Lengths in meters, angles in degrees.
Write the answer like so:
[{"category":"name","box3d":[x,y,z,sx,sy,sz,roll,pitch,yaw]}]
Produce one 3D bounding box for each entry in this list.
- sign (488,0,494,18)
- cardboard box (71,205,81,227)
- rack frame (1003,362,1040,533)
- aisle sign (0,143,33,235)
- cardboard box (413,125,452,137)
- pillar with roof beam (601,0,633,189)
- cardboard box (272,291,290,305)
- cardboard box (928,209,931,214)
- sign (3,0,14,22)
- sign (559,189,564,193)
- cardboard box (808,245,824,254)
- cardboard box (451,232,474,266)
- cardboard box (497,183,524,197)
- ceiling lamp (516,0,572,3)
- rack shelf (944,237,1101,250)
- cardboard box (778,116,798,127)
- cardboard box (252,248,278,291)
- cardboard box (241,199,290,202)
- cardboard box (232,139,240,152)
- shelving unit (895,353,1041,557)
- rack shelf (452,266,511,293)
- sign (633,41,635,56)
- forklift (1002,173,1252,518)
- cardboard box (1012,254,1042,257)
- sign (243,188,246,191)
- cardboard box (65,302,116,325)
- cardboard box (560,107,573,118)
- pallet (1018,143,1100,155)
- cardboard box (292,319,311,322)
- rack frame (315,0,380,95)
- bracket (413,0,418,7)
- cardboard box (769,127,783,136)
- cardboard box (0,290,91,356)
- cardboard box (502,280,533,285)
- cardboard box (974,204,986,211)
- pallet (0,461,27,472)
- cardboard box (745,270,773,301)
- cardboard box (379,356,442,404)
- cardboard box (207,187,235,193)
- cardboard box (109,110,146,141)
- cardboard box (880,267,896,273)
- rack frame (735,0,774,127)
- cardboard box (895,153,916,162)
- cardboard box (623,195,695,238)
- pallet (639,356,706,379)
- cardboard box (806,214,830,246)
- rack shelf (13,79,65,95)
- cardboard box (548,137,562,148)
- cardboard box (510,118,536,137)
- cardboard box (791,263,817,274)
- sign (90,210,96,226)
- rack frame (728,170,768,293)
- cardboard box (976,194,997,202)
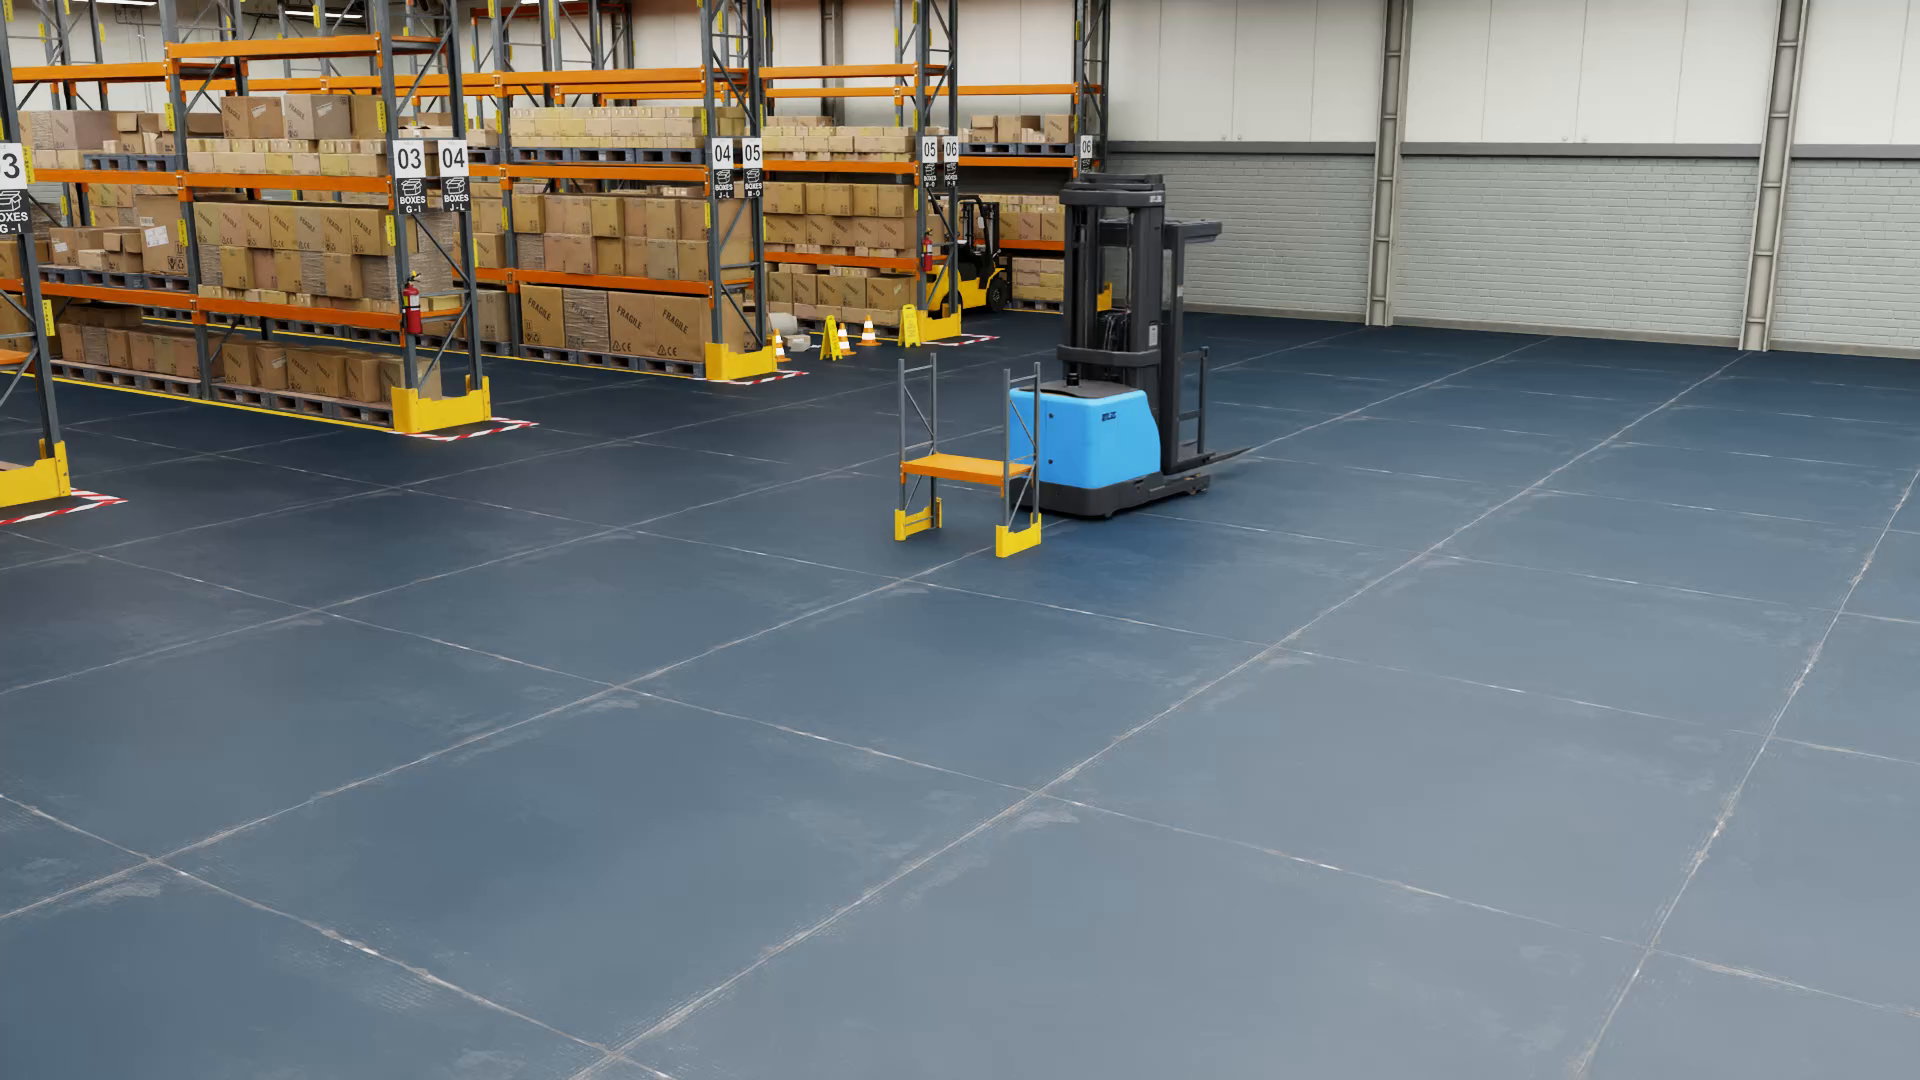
[{"category":"sign","box3d":[-6.655,-7.580,23.609,0.005,0.325,0.100,9,17,33]},{"category":"cardboard box","box3d":[-16.101,-5.973,30.883,0.500,0.500,0.500,10,17,35]},{"category":"rack frame","box3d":[0.493,-0.648,13.321,0.032,1.500,0.500,9,17,33]},{"category":"aisle sign","box3d":[-8.436,-3.097,14.683,0.004,0.787,0.394,9,17,33]},{"category":"cardboard box","box3d":[-7.939,-6.143,25.256,0.500,0.311,0.500,8,16,31]},{"category":"pillar with roof beam","box3d":[-10.032,-9.677,34.186,0.548,9.000,9.100,9,17,33]},{"category":"cardboard box","box3d":[-7.951,-2.902,19.825,0.250,0.149,0.380,9,17,33]},{"category":"cardboard box","box3d":[-0.694,-6.214,32.475,0.500,0.500,0.500,9,16,31]},{"category":"sign","box3d":[-8.348,-4.707,14.544,0.005,0.325,0.100,9,17,33]},{"category":"sign","box3d":[-7.309,-6.274,30.516,0.005,0.325,0.100,9,17,33]},{"category":"cardboard box","box3d":[-2.320,-4.857,27.724,0.250,0.149,0.380,9,17,33]},{"category":"cardboard box","box3d":[-7.363,-4.419,25.224,0.500,0.500,0.500,9,17,32]},{"category":"cardboard box","box3d":[-8.416,-6.509,31.587,0.500,0.500,0.500,9,17,33]},{"category":"ceiling lamp","box3d":[-8.085,-12.545,33.625,2.000,3.185,0.800,9,17,33]},{"category":"rack shelf","box3d":[0.744,-5.659,31.940,4.000,0.370,1.077,9,17,33]},{"category":"cardboard box","box3d":[-3.296,-8.377,33.888,0.500,0.500,0.700,9,16,32]},{"category":"cardboard box","box3d":[-8.009,-3.310,20.125,0.500,0.500,0.875,9,17,33]},{"category":"cardboard box","box3d":[-8.687,-3.984,20.765,0.500,0.500,0.500,9,17,33]},{"category":"cardboard box","box3d":[-8.416,-4.695,19.789,0.250,0.149,0.380,10,17,34]},{"category":"shelving unit","box3d":[0.063,-0.718,13.602,1.083,1.500,0.587,9,17,33]},{"category":"rack shelf","box3d":[-8.021,-4.205,26.065,4.000,0.370,1.077,9,17,33]},{"category":"sign","box3d":[-7.249,-10.904,36.869,0.005,0.325,0.100,9,17,33]},{"category":"forklift","box3d":[1.706,-1.909,15.436,1.130,2.935,3.031,11,18,38]},{"category":"cardboard box","box3d":[1.284,-5.333,31.890,0.500,0.250,0.500,9,17,32]},{"category":"sign","box3d":[-17.242,-8.464,40.056,0.001,0.242,0.339,9,17,33]},{"category":"cardboard box","box3d":[-11.960,-3.128,22.941,0.500,0.250,0.500,10,17,35]},{"category":"cardboard box","box3d":[-5.402,-6.007,23.385,0.250,0.149,0.380,9,17,33]},{"category":"pallet","box3d":[1.831,-7.254,30.824,1.213,0.211,1.003,9,17,33]},{"category":"cardboard box","box3d":[-10.802,-3.920,27.743,0.500,0.500,0.500,10,17,35]},{"category":"rack frame","box3d":[-9.681,-7.735,26.342,0.127,3.000,1.000,9,17,33]},{"category":"bracket","box3d":[-13.150,-13.072,40.410,0.430,0.232,0.235,9,17,33]},{"category":"cardboard box","box3d":[-2.955,-6.794,27.646,0.250,0.149,0.380,9,17,32]},{"category":"cardboard box","box3d":[-13.094,-3.116,23.718,0.875,0.875,1.225,8,16,30]},{"category":"cardboard box","box3d":[-8.267,-5.225,32.237,0.875,0.875,0.875,9,17,33]},{"category":"cardboard box","box3d":[0.474,-6.334,31.609,0.250,0.149,0.380,9,16,32]},{"category":"pallet","box3d":[-9.420,-0.544,15.581,1.213,0.211,1.003,9,17,33]},{"category":"cardboard box","box3d":[-3.344,-4.387,28.590,0.500,0.500,0.500,10,17,35]},{"category":"cardboard box","box3d":[-6.404,-1.852,19.390,0.500,0.500,0.500,13,19,43]},{"category":"cardboard box","box3d":[-13.239,-6.146,29.502,0.500,0.500,0.500,10,17,34]},{"category":"cardboard box","box3d":[-11.164,-5.444,22.083,0.500,0.500,0.500,10,17,34]},{"category":"cardboard box","box3d":[-1.355,-5.396,33.446,0.625,0.625,0.875,10,17,35]},{"category":"rack frame","box3d":[-4.235,-9.725,34.383,0.127,3.000,1.000,9,17,33]},{"category":"cardboard box","box3d":[-0.816,-6.076,26.408,0.250,0.149,0.380,9,17,33]},{"category":"cardboard box","box3d":[-4.226,-4.562,23.449,0.550,0.550,0.875,9,17,33]},{"category":"pallet","box3d":[-3.750,-2.488,23.434,1.213,0.211,1.003,9,17,33]},{"category":"cardboard box","box3d":[-2.204,-5.169,27.633,0.500,0.500,0.500,9,17,33]},{"category":"rack shelf","box3d":[-14.193,-6.484,23.619,4.000,0.370,1.077,9,17,33]},{"category":"cardboard box","box3d":[-5.620,-5.654,23.621,0.250,0.149,0.380,9,16,32]},{"category":"cardboard box","box3d":[-6.112,-5.945,23.964,0.500,0.250,0.500,9,17,33]},{"category":"cardboard box","box3d":[-2.622,-4.569,27.975,0.250,0.149,0.380,10,17,36]},{"category":"sign","box3d":[-12.238,-4.480,23.435,0.005,0.325,0.100,9,17,33]},{"category":"rack frame","box3d":[-3.683,-5.287,28.937,0.127,3.000,1.000,9,17,33]},{"category":"cardboard box","box3d":[0.513,-6.496,31.645,0.250,0.149,0.380,9,17,33]}]
